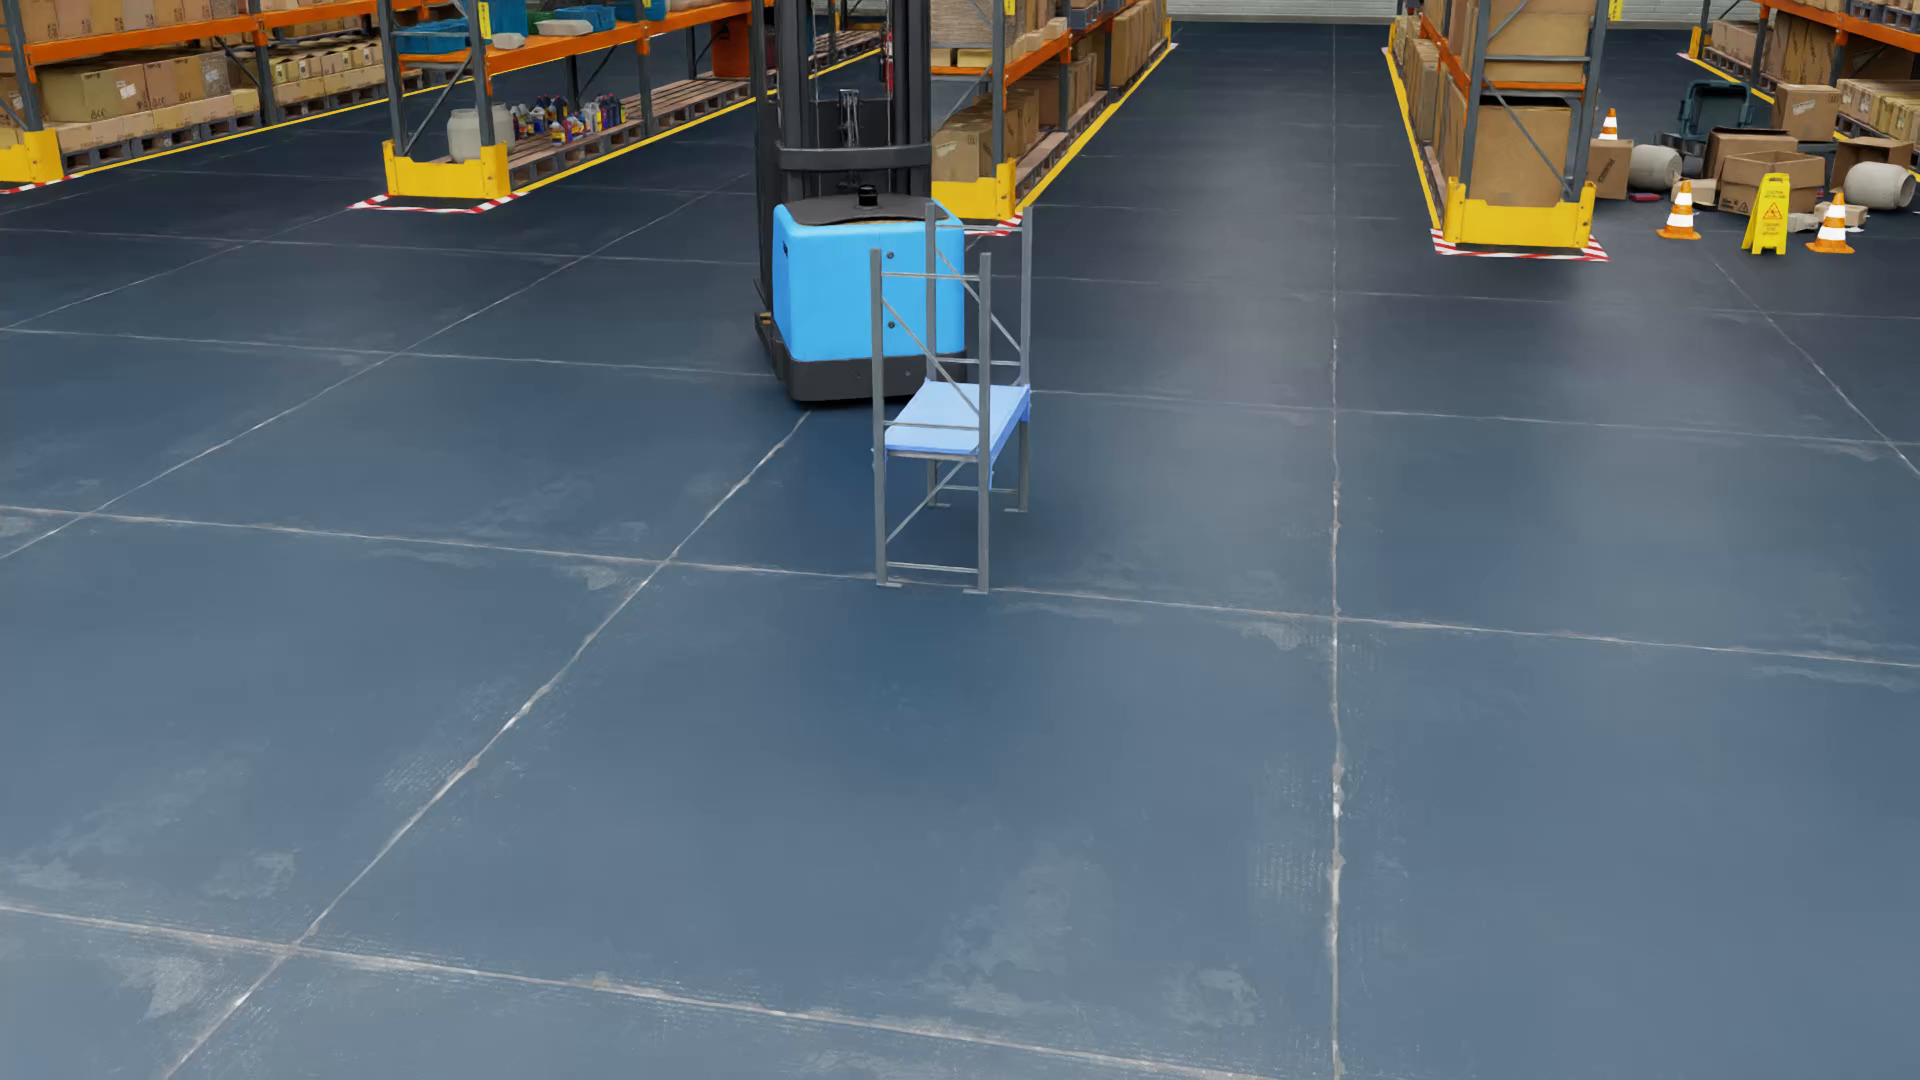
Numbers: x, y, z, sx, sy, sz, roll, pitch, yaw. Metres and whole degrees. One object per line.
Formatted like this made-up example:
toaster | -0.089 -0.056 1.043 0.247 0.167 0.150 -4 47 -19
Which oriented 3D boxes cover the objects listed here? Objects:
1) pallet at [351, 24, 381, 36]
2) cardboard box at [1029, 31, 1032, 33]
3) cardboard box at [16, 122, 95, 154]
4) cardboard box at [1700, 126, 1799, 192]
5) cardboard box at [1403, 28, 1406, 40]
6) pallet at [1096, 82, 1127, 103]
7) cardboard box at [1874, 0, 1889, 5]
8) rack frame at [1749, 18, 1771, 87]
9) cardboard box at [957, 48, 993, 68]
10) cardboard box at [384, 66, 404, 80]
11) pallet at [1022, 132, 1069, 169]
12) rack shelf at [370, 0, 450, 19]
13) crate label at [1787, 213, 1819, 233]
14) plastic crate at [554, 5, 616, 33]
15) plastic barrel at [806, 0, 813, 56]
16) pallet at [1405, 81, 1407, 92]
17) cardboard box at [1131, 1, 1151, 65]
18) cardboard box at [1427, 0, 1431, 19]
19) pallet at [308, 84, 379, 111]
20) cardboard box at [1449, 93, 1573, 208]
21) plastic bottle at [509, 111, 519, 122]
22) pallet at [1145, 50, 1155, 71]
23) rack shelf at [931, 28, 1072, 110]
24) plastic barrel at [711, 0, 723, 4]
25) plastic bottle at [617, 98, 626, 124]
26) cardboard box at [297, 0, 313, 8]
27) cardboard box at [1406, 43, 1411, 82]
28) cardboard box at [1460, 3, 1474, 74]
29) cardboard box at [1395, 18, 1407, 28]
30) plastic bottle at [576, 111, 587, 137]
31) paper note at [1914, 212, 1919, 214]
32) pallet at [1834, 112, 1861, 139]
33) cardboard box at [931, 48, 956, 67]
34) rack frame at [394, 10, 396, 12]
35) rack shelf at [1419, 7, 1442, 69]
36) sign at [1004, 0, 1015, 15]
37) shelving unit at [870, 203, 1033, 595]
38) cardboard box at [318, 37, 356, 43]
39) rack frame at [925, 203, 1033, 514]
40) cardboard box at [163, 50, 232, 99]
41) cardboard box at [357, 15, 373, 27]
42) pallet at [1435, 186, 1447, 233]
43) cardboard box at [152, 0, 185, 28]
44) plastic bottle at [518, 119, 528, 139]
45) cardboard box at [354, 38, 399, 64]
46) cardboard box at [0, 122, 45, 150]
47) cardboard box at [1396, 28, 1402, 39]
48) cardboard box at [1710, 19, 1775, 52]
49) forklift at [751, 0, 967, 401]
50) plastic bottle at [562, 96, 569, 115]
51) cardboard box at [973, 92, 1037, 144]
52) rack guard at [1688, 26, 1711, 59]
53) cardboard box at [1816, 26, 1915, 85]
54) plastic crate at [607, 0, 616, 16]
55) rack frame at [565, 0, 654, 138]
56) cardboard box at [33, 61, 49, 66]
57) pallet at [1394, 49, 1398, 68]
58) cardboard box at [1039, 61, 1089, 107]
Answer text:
pallet | -11.474 -9.756 31.794 1.003 0.211 1.213 4 22 11
cardboard box | 0.509 -4.975 16.528 0.380 0.149 0.250 4 22 11
cardboard box | -9.475 -4.218 17.430 0.500 0.250 0.500 4 22 11
cardboard box | 7.659 -3.691 16.162 0.797 0.637 0.503 4 22 11
cardboard box | 7.053 -7.823 25.721 0.380 0.149 0.250 4 22 10
pallet | 1.762 -6.278 23.159 1.003 0.211 1.213 4 22 11
cardboard box | 10.713 -6.211 19.033 0.380 0.149 0.250 5 22 11
rack frame | 12.045 -7.996 23.693 1.000 3.000 0.127 4 22 11
cardboard box | 0.187 -4.333 14.933 0.380 0.149 0.250 4 22 11
cardboard box | -8.140 -6.565 23.258 0.500 0.250 0.500 4 22 10
pallet | 0.609 -4.284 18.209 1.003 0.211 1.213 4 22 11
rack shelf | -7.762 -8.443 25.766 1.077 0.370 4.000 4 22 11
crate label | 7.365 -2.788 14.593 0.250 0.136 0.298 -7 23 -17
plastic crate | -4.098 -5.709 18.213 0.499 0.251 0.616 4 22 11
plastic barrel | -2.633 -8.153 26.329 0.600 0.901 0.708 4 22 11
pallet | 6.774 -6.311 23.241 1.003 0.211 1.213 4 22 11
cardboard box | 2.233 -7.725 25.302 1.225 0.875 0.875 5 22 11
cardboard box | 5.802 -6.406 19.611 0.500 0.500 0.500 4 22 11
pallet | -8.627 -6.009 22.491 1.003 0.211 1.213 4 22 11
cardboard box | 4.804 -3.410 14.588 0.875 0.875 0.875 5 22 11
plastic bottle | -4.902 -4.527 18.137 0.152 0.276 0.135 4 22 9
pallet | 2.575 -7.730 26.766 1.003 0.211 1.213 4 22 11
rack shelf | 0.303 -4.761 16.623 1.077 0.370 4.000 4 22 11
plastic barrel | -3.322 -7.326 21.879 0.421 0.512 0.421 0 22 0
plastic bottle | -3.913 -4.947 19.168 0.061 0.283 0.133 6 23 14
cardboard box | -8.706 -7.101 21.337 0.500 0.500 0.500 6 23 15
cardboard box | 6.442 -6.554 22.896 0.500 0.500 0.500 3 22 9
cardboard box | 4.852 -4.360 14.462 0.875 0.550 0.550 4 22 11
cardboard box | 7.440 -8.590 27.625 0.380 0.149 0.250 4 22 11
plastic bottle | -4.147 -4.555 18.210 0.097 0.271 0.097 0 22 0
paper note | 8.875 -3.016 15.301 0.142 0.019 0.148 -3 22 -8
pallet | 11.068 -4.954 19.872 1.003 0.211 1.213 4 22 11
cardboard box | -0.249 -4.367 15.017 0.380 0.149 0.250 4 22 11
rack frame | -11.388 -11.347 32.014 1.000 3.000 0.127 4 22 11
rack shelf | 5.954 -5.809 19.224 1.077 0.370 4.000 4 22 11
sign | 0.426 -4.723 14.408 0.100 0.325 0.005 4 22 11
shelving unit | -0.017 -0.664 7.496 0.538 1.500 1.048 4 22 11
cardboard box | -8.663 -6.863 23.247 0.500 0.311 0.500 4 22 10
rack frame | 0.086 -0.850 7.958 0.500 1.500 0.032 4 22 11
cardboard box | -8.980 -5.482 19.564 0.500 0.500 0.500 4 22 11
cardboard box | -11.534 -9.936 31.293 0.700 0.500 0.500 4 22 11
pallet | 4.817 -2.953 14.903 1.003 0.211 1.213 4 22 11
cardboard box | -9.278 -6.090 18.825 0.700 0.500 0.500 5 22 12
plastic bottle | -4.776 -4.490 18.144 0.097 0.201 0.097 0 22 0
cardboard box | -8.135 -6.824 23.150 0.500 0.311 0.500 4 22 10
cardboard box | -9.982 -4.258 17.529 0.500 0.250 0.500 4 22 11
cardboard box | 7.404 -8.360 27.453 0.380 0.149 0.250 5 23 13
cardboard box | 12.825 -8.217 27.107 0.875 0.438 0.875 4 22 9
forklift | -0.774 -2.685 10.596 1.130 2.935 3.031 -5 22 -11
plastic bottle | -4.632 -5.059 19.463 0.097 0.271 0.097 0 22 0
cardboard box | 0.481 -4.508 17.816 0.500 0.500 0.500 12 25 28
rack guard | 12.866 -8.309 27.814 1.175 0.500 0.348 4 22 11
cardboard box | 11.451 -5.989 20.991 0.875 0.875 0.875 4 22 10
plastic crate | -4.338 -6.434 19.727 0.402 0.464 0.583 4 22 11
rack frame | -4.138 -6.204 19.242 1.000 3.000 0.127 4 22 11
cardboard box | -13.408 -6.836 23.568 0.700 0.500 0.500 4 22 11
pallet | 7.528 -7.739 26.787 1.003 0.211 1.213 4 22 11
cardboard box | 1.201 -5.675 20.687 0.700 0.500 0.500 6 23 15
